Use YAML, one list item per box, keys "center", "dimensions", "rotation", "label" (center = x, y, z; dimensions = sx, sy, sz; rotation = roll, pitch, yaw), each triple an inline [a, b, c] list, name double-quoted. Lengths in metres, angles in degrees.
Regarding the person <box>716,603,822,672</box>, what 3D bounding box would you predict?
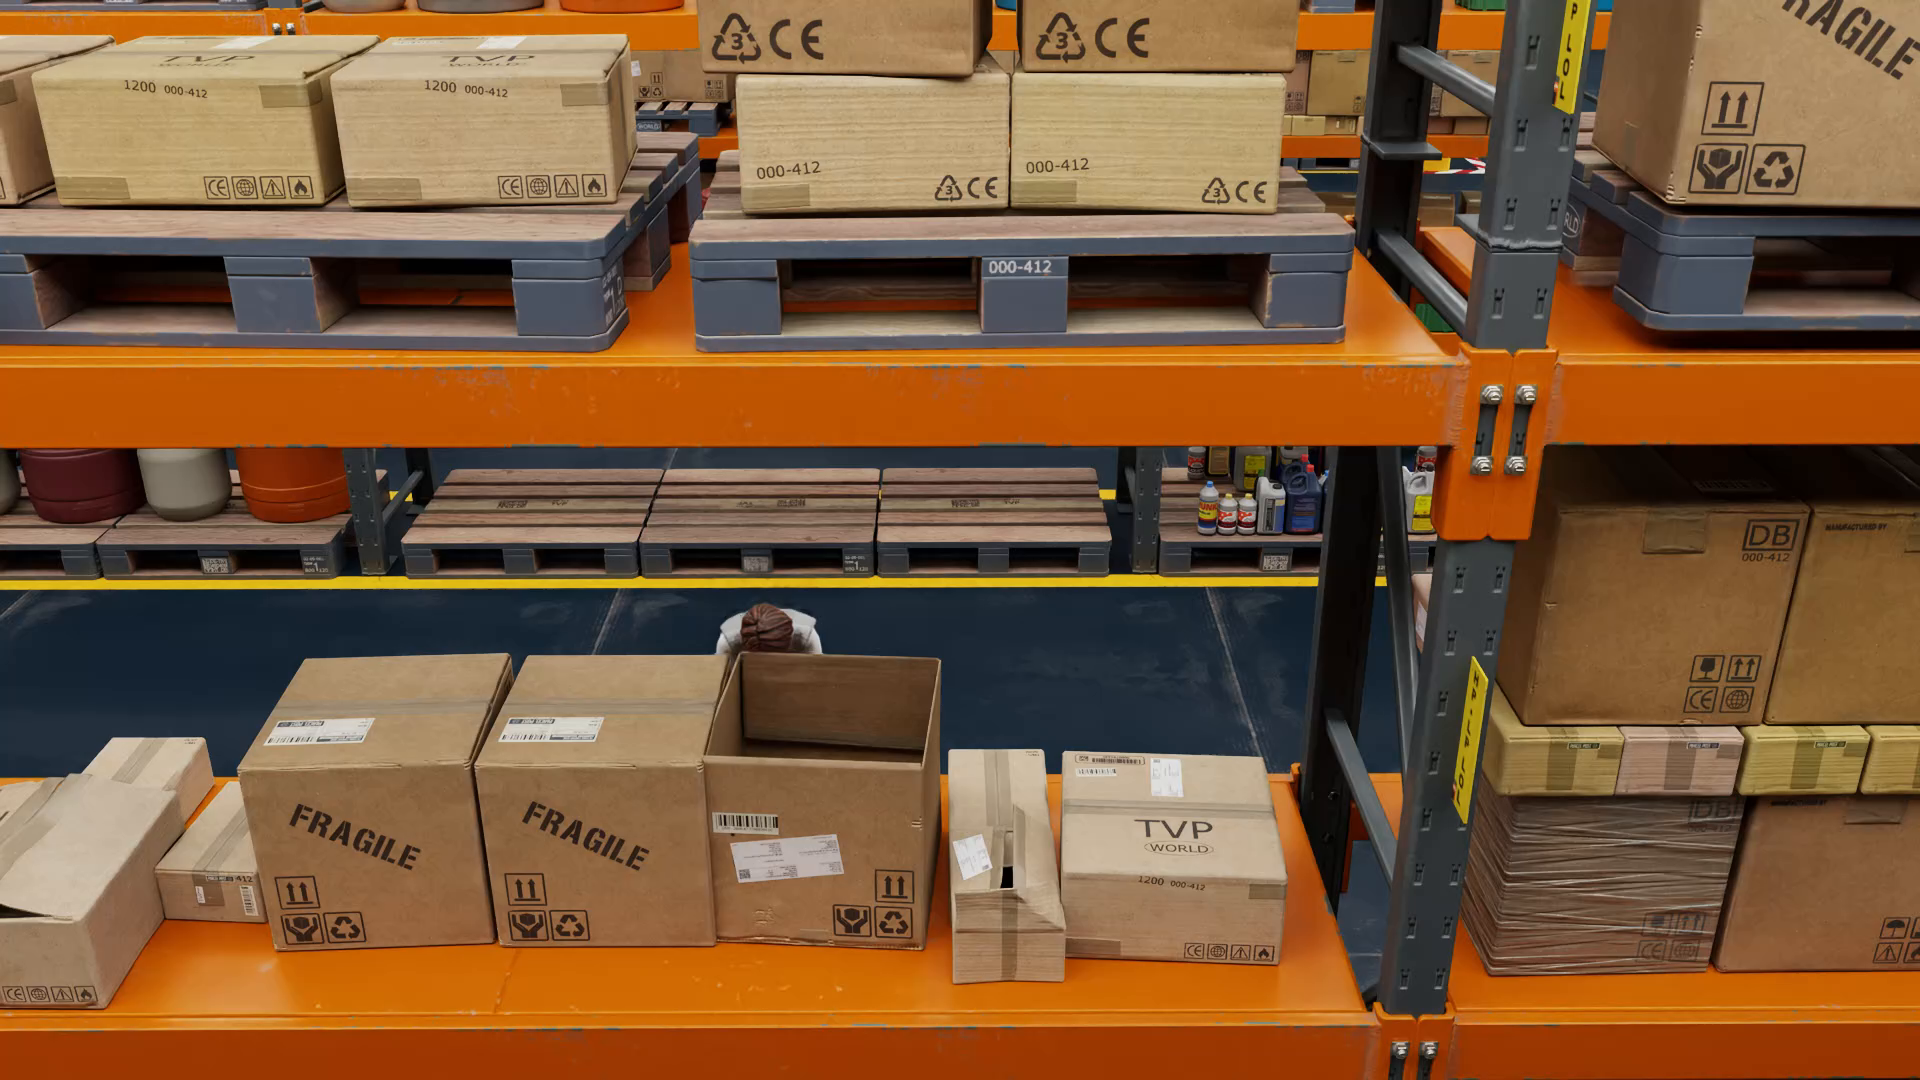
- center: [-0.699, 0.651, 6.271]
  dimensions: [0.463, 1.115, 0.736]
  rotation: [0, 24, -1]
  label: "person"
